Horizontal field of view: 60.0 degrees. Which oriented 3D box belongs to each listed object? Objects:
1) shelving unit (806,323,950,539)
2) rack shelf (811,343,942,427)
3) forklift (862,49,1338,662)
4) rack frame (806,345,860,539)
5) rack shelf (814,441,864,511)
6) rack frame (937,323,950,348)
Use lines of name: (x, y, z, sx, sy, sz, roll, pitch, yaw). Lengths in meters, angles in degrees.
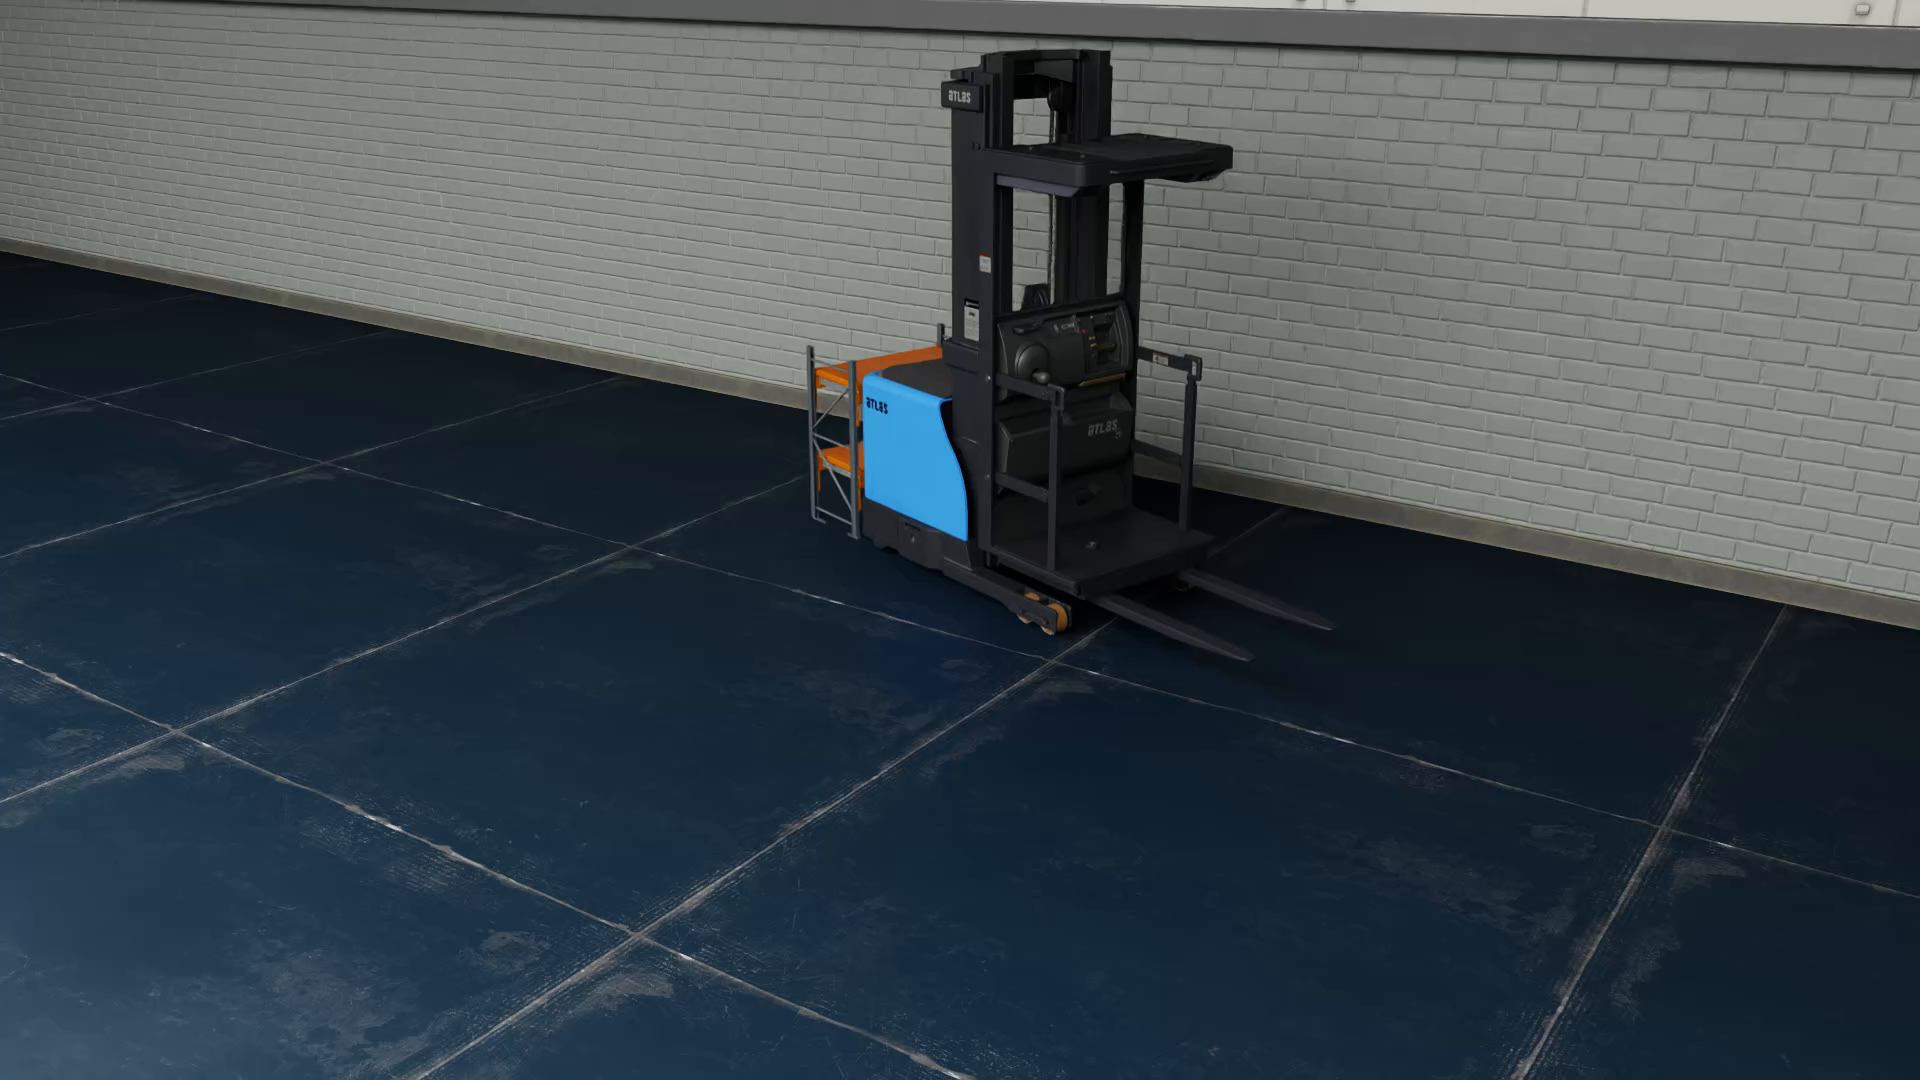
shelving unit: (-0.383, -0.713, 10.571, 1.048, 1.125, 0.538, -15, 25, -35)
rack shelf: (-0.383, -0.988, 10.470, 1.000, 0.278, 0.538, -15, 25, -35)
forklift: (0.714, -1.063, 8.915, 1.130, 2.935, 3.031, -15, 25, -36)
rack frame: (-0.784, -0.605, 10.278, 0.032, 1.125, 0.500, -15, 25, -35)
rack shelf: (-0.383, -0.484, 10.656, 1.000, 0.278, 0.538, -15, 25, -35)
rack frame: (0.018, -0.821, 10.864, 0.032, 1.125, 0.500, -15, 25, -35)
